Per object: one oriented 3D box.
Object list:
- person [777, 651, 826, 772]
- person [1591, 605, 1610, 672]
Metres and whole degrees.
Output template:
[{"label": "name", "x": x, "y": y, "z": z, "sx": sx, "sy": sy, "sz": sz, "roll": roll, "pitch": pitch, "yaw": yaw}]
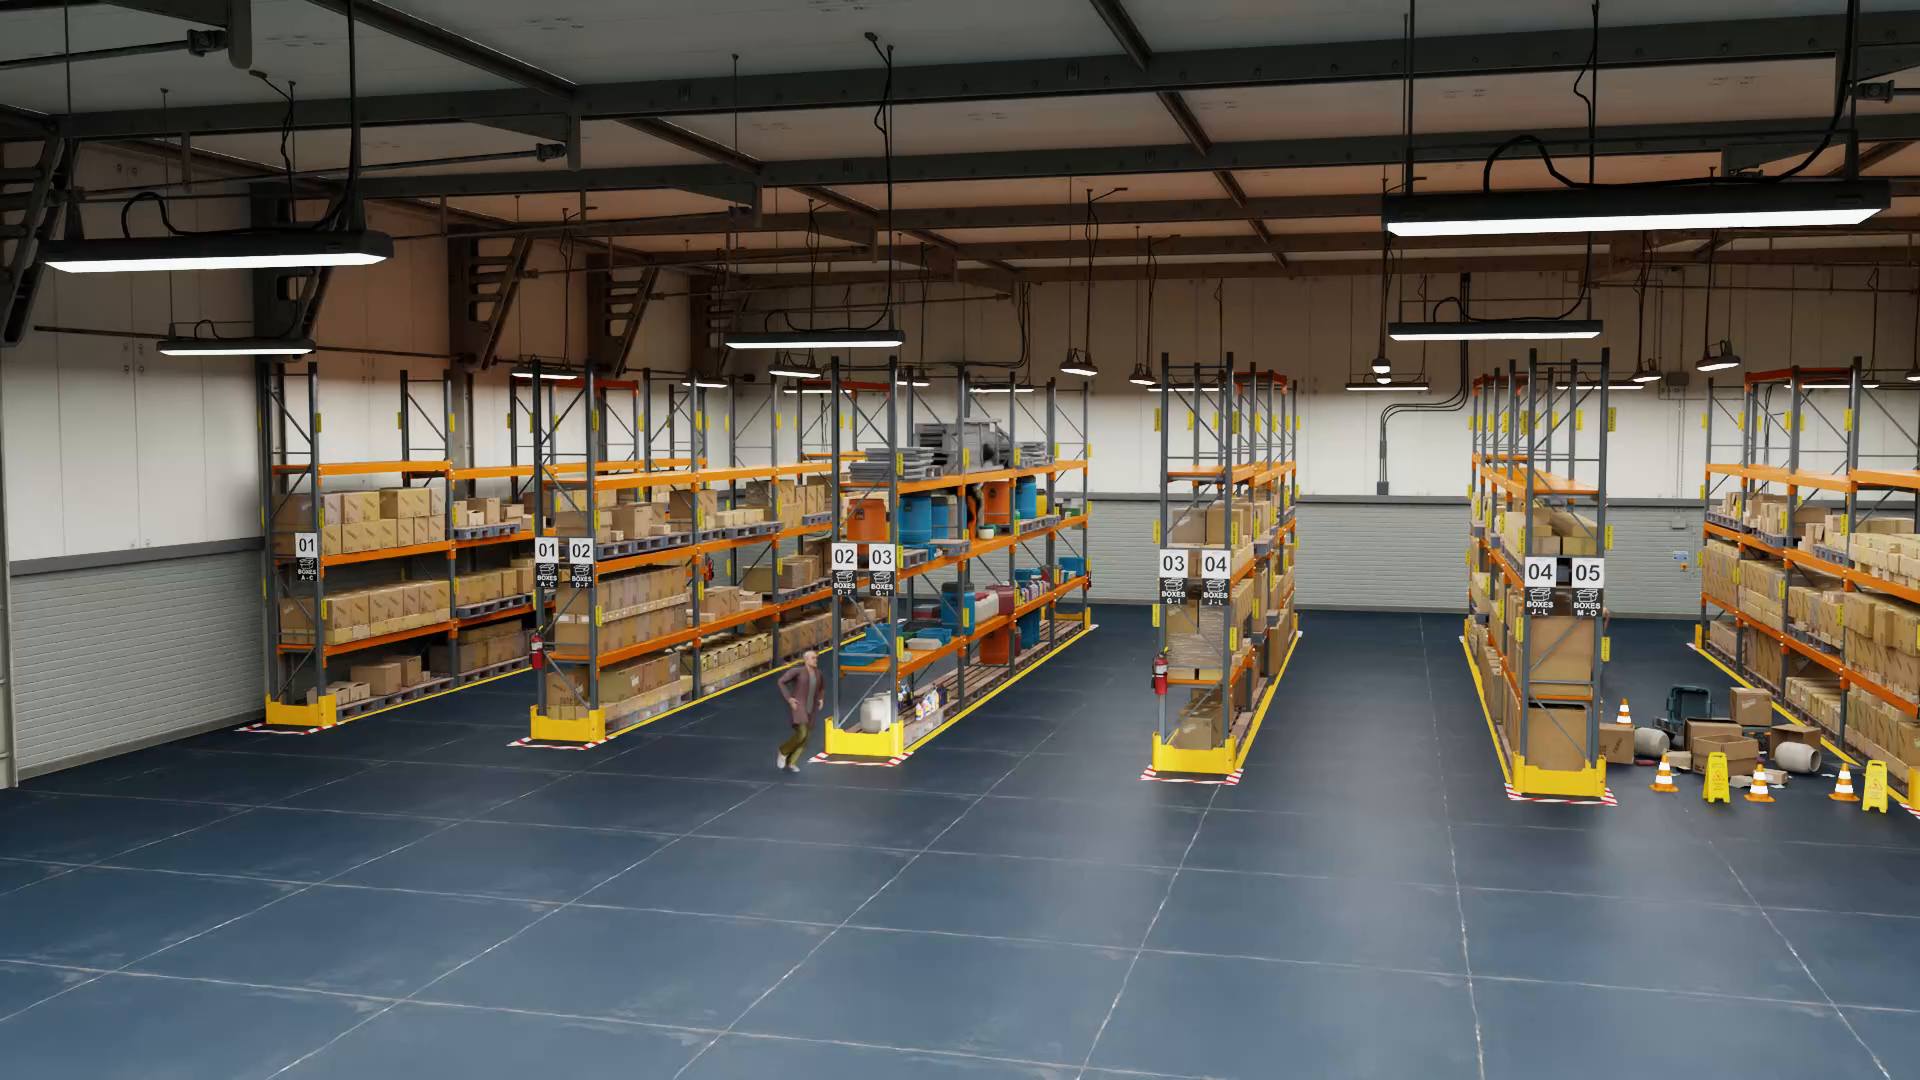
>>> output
[{"label": "person", "x": -2.236, "y": 2.461, "z": 23.977, "sx": 0.759, "sy": 1.721, "sz": 0.590, "roll": -4, "pitch": 6, "yaw": -44}, {"label": "person", "x": 12.610, "y": 1.833, "z": 33.224, "sx": 0.579, "sy": 1.685, "sz": 0.886, "roll": 0, "pitch": 4, "yaw": 5}]
